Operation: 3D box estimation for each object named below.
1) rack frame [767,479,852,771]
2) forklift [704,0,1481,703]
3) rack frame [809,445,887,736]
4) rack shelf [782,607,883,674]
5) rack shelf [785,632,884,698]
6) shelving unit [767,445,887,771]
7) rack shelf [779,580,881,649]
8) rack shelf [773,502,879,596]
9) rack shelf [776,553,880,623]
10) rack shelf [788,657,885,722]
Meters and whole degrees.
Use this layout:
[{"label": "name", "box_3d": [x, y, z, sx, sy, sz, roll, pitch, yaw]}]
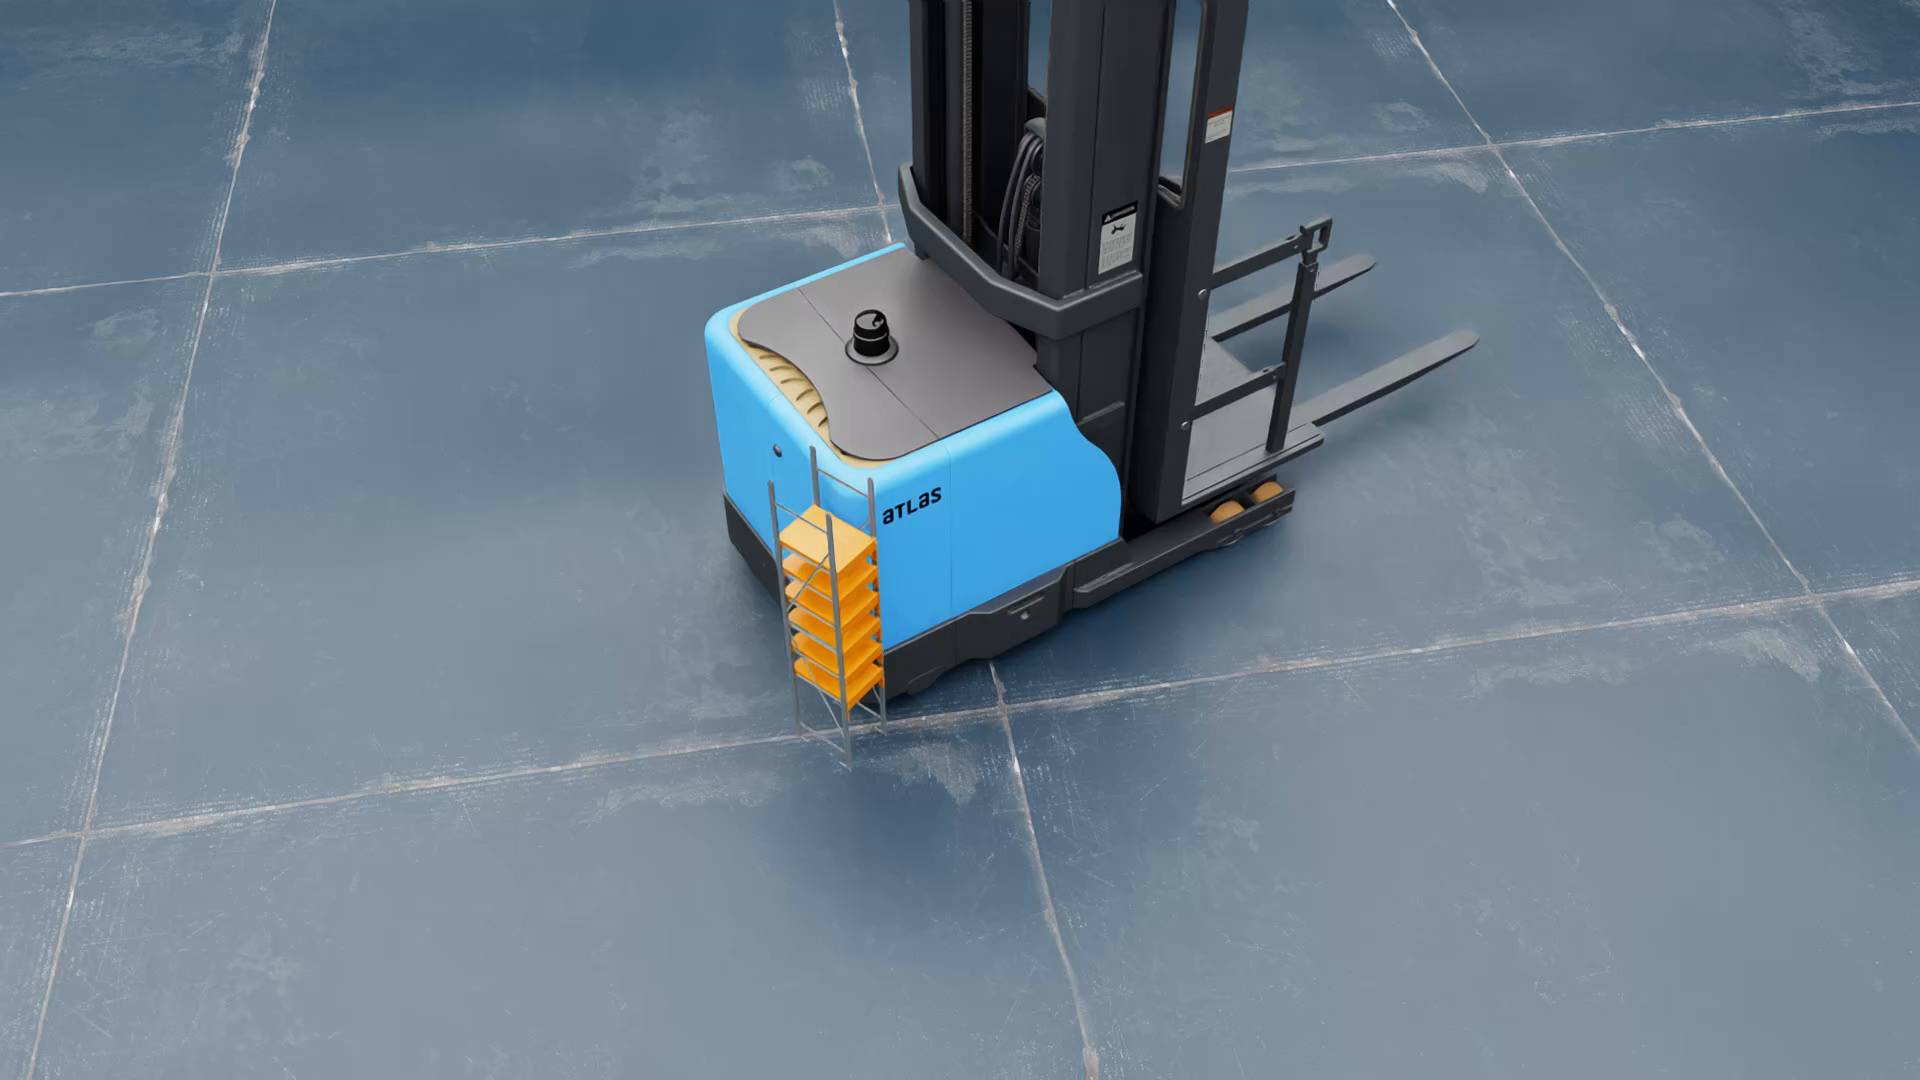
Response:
[{"label": "rack frame", "box_3d": [-0.455, 0.296, 5.131, 0.240, 1.200, 0.006, 29, 53, 25]}, {"label": "forklift", "box_3d": [0.658, -1.294, 5.462, 3.031, 2.935, 1.130, -25, 51, -22]}, {"label": "rack frame", "box_3d": [-0.343, 0.192, 5.232, 0.240, 1.200, 0.006, 29, 53, 25]}, {"label": "rack shelf", "box_3d": [-0.399, 0.275, 5.213, 0.258, 0.103, 0.180, 29, 53, 25]}, {"label": "rack shelf", "box_3d": [-0.399, 0.358, 5.300, 0.258, 0.103, 0.180, 29, 53, 25]}, {"label": "shelving unit", "box_3d": [-0.399, 0.244, 5.181, 0.258, 1.200, 0.189, 29, 53, 25]}, {"label": "rack shelf", "box_3d": [-0.399, 0.192, 5.127, 0.258, 0.103, 0.180, 29, 53, 25]}, {"label": "rack shelf", "box_3d": [-0.399, 0.025, 4.954, 0.258, 0.103, 0.180, 29, 53, 25]}, {"label": "rack shelf", "box_3d": [-0.399, 0.109, 5.041, 0.258, 0.103, 0.180, 29, 53, 25]}, {"label": "rack shelf", "box_3d": [-0.399, 0.442, 5.386, 0.258, 0.103, 0.180, 29, 53, 25]}]
